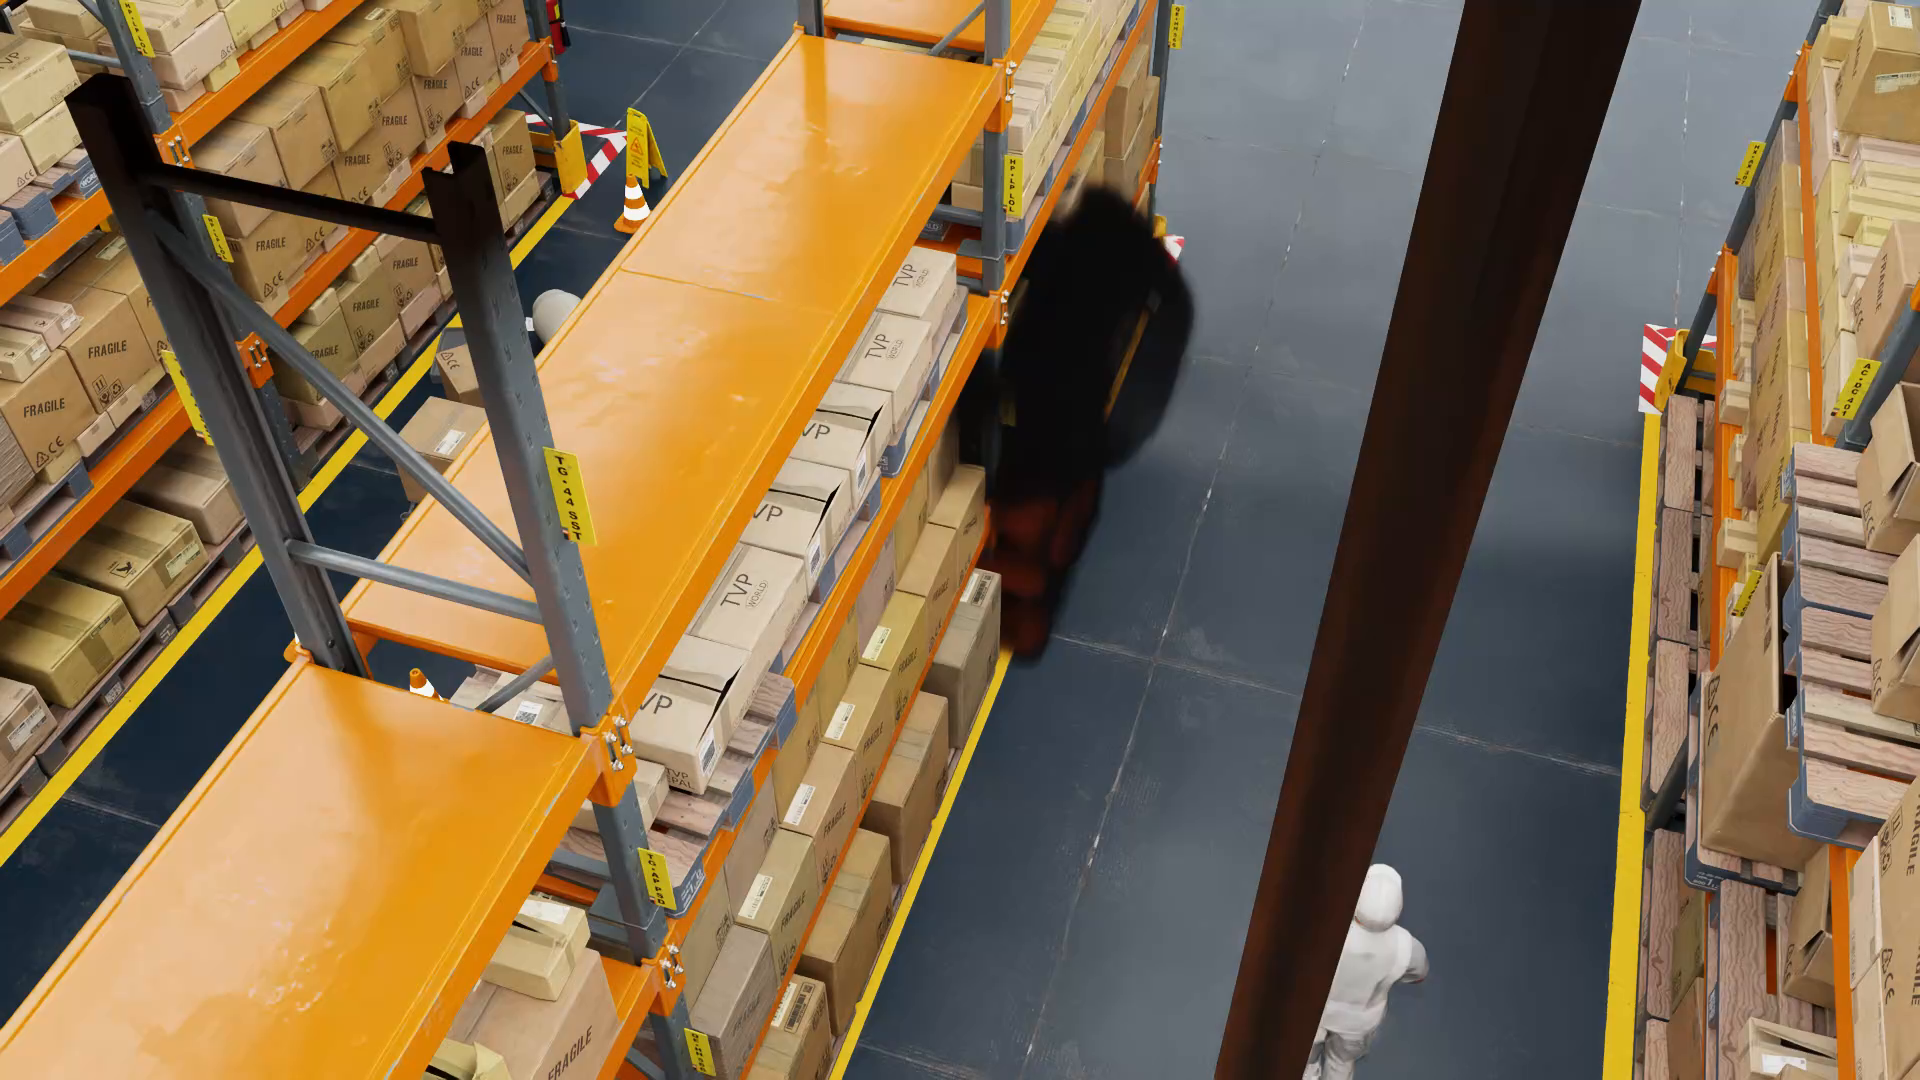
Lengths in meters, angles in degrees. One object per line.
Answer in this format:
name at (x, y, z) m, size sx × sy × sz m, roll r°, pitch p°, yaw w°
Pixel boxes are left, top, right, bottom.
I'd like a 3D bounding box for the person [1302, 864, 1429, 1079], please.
person at (1.712, 2.047, 7.538) m, size 0.685 × 1.733 × 0.760 m, roll 11°, pitch 47°, yaw 11°
